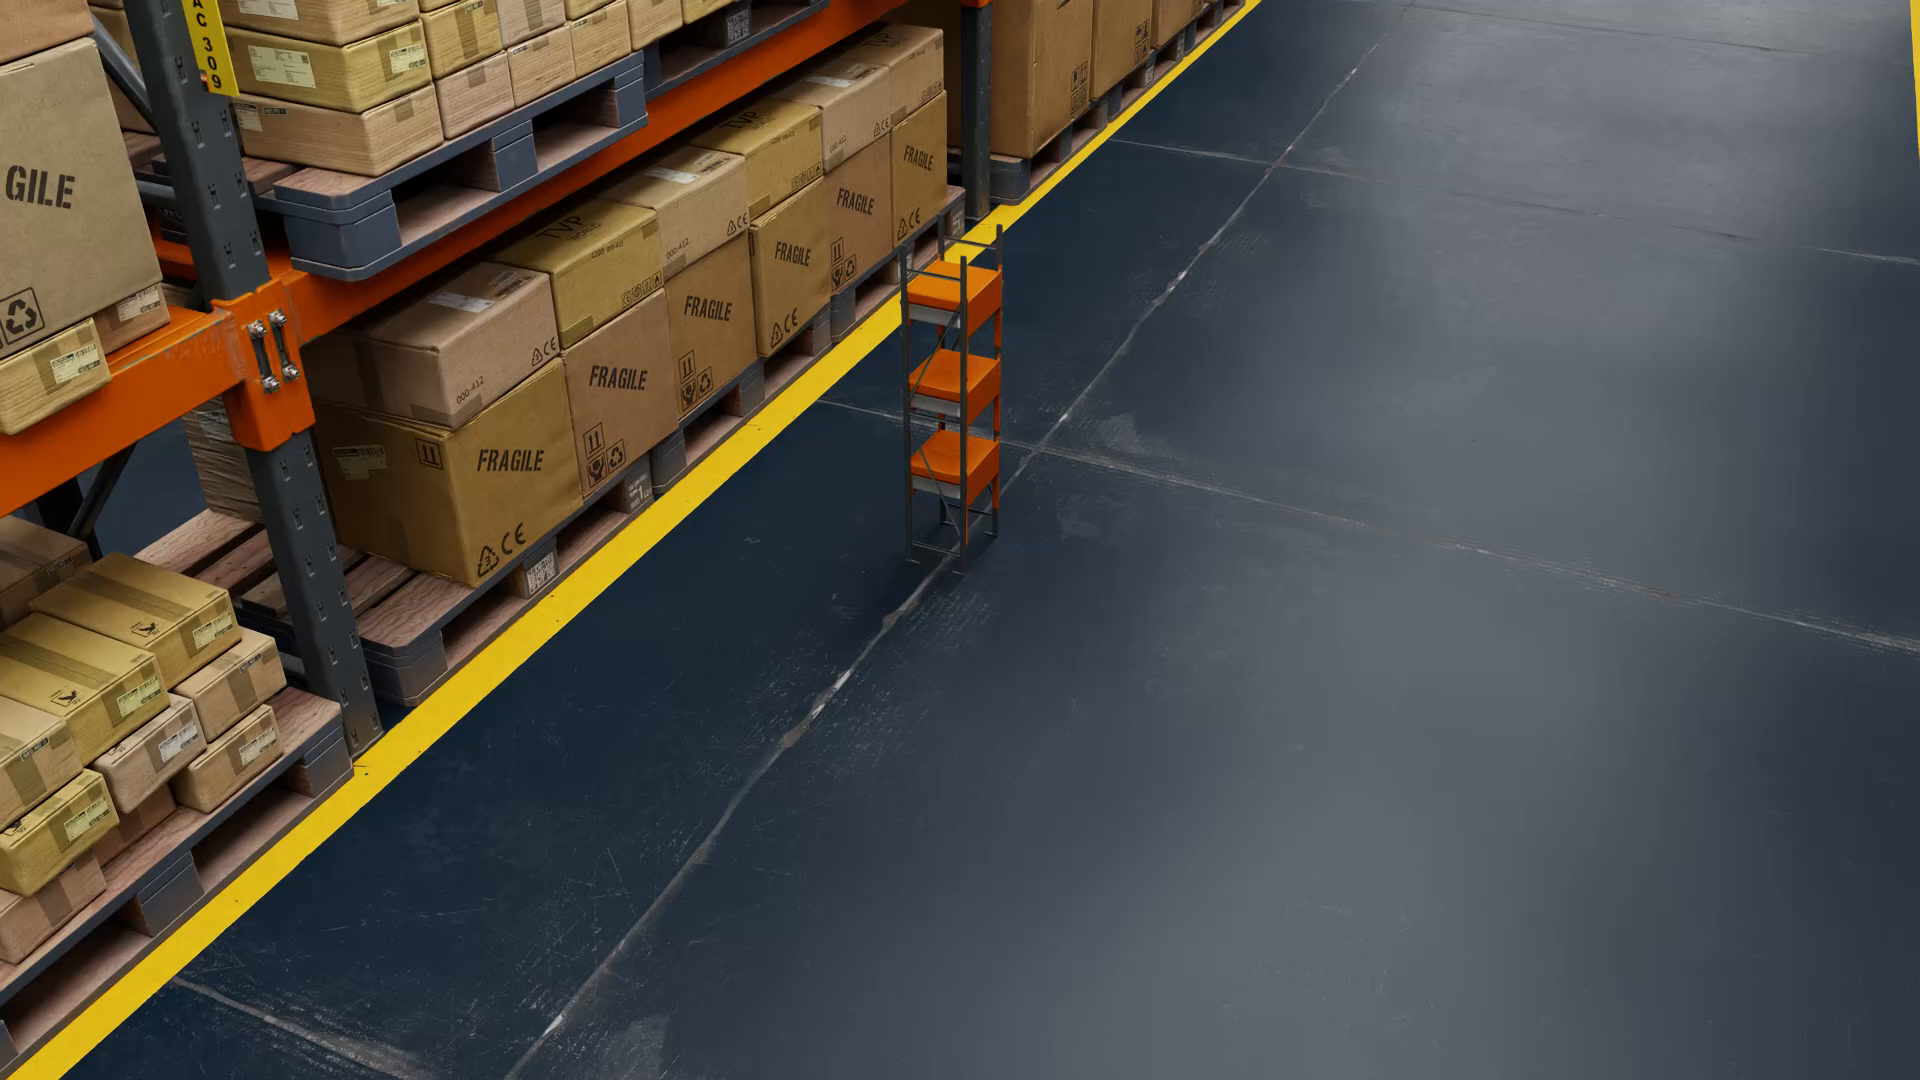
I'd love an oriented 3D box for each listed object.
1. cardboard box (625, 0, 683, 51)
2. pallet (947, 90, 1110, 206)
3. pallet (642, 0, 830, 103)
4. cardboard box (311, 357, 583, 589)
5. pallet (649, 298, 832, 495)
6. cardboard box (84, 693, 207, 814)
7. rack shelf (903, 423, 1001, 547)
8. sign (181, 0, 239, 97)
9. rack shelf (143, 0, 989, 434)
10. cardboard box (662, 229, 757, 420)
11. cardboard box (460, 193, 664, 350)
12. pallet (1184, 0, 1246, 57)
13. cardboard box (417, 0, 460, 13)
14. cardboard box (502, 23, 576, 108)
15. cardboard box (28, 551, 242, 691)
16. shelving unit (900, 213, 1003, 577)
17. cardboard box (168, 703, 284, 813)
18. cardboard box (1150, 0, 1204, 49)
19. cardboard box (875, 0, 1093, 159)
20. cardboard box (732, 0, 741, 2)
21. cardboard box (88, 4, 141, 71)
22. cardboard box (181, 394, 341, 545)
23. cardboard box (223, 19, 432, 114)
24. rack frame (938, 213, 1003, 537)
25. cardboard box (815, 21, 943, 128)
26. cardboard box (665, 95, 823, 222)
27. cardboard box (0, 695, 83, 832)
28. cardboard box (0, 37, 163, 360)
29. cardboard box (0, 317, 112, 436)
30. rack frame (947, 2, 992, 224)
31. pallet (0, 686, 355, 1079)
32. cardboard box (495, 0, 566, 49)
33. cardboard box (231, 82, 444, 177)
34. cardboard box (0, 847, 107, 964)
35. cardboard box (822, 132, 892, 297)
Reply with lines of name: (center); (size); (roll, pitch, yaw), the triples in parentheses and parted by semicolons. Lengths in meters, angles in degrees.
cardboard box: (-1.005, -1.490, 4.633); (0.380, 0.149, 0.250); (13, 35, 18)
pallet: (0.054, -2.015, 8.131); (1.003, 0.211, 1.213); (14, 36, 20)
pallet: (-1.136, -1.731, 5.329); (1.003, 0.211, 1.213); (14, 36, 20)
cardboard box: (-1.468, -0.251, 4.795); (0.500, 0.500, 0.500); (16, 36, 22)
pallet: (-1.185, -0.646, 6.042); (1.003, 0.211, 1.213); (14, 36, 20)
cardboard box: (-1.963, 0.446, 3.780); (0.380, 0.149, 0.250); (12, 35, 18)
rack shelf: (-0.022, -0.171, 5.080); (0.215, 0.259, 0.240); (14, 36, 20)
sign: (-1.522, -1.055, 3.334); (0.100, 0.325, 0.005); (14, 36, 20)
rack shelf: (-1.182, -1.509, 5.472); (1.077, 0.370, 4.000); (14, 36, 20)
cardboard box: (-1.041, -0.779, 5.600); (0.500, 0.500, 0.500); (15, 36, 21)
cardboard box: (-1.249, -0.831, 4.995); (0.500, 0.250, 0.500); (15, 36, 22)
pallet: (1.074, -3.231, 9.984); (1.003, 0.211, 1.213); (14, 36, 20)
cardboard box: (-1.325, -1.364, 3.899); (0.380, 0.149, 0.250); (15, 36, 22)
cardboard box: (-1.217, -1.238, 4.249); (0.380, 0.149, 0.250); (14, 36, 21)
cardboard box: (-1.931, 0.191, 3.898); (0.380, 0.149, 0.250); (15, 36, 22)
shelving unit: (-0.022, -0.412, 4.921); (0.215, 1.050, 0.252); (14, 36, 20)
cardboard box: (-1.873, 0.476, 4.005); (0.380, 0.149, 0.250); (15, 36, 21)
cardboard box: (0.744, -3.224, 9.100); (1.050, 0.750, 0.750); (14, 36, 20)
cardboard box: (-0.008, -2.324, 7.727); (1.050, 0.750, 0.750); (14, 36, 20)
cardboard box: (-0.786, -1.751, 5.032); (0.380, 0.149, 0.250); (13, 35, 18)
cardboard box: (-2.031, -1.252, 3.999); (0.380, 0.149, 0.250); (15, 36, 22)
cardboard box: (-1.937, -0.371, 4.976); (0.500, 0.500, 0.500); (13, 36, 20)
cardboard box: (-1.436, -1.100, 3.766); (0.380, 0.149, 0.250); (15, 36, 21)
rack frame: (0.029, -0.473, 5.014); (0.200, 1.050, 0.008); (14, 36, 20)
cardboard box: (-0.393, -1.849, 6.547); (0.500, 0.250, 0.500); (13, 36, 19)
cardboard box: (-0.821, -1.346, 5.780); (0.500, 0.250, 0.500); (15, 36, 22)
cardboard box: (-2.099, 0.453, 3.498); (0.380, 0.149, 0.250); (14, 36, 20)
cardboard box: (-1.964, -0.674, 3.181); (0.500, 0.500, 0.500); (14, 36, 21)
cardboard box: (-1.934, -0.360, 3.292); (0.380, 0.149, 0.250); (13, 36, 19)
rack frame: (-0.345, -2.806, 6.794); (1.000, 3.000, 0.127); (14, 36, 20)
pallet: (-2.267, 0.695, 3.998); (1.003, 0.211, 1.213); (14, 36, 20)
cardboard box: (-1.221, -1.358, 4.160); (0.380, 0.149, 0.250); (15, 36, 22)
cardboard box: (-1.436, -0.975, 3.848); (0.380, 0.149, 0.250); (12, 35, 18)
cardboard box: (-2.109, 0.733, 3.614); (0.380, 0.149, 0.250); (13, 35, 19)
cardboard box: (-0.603, -1.291, 6.380); (0.500, 0.500, 0.500); (16, 36, 22)
